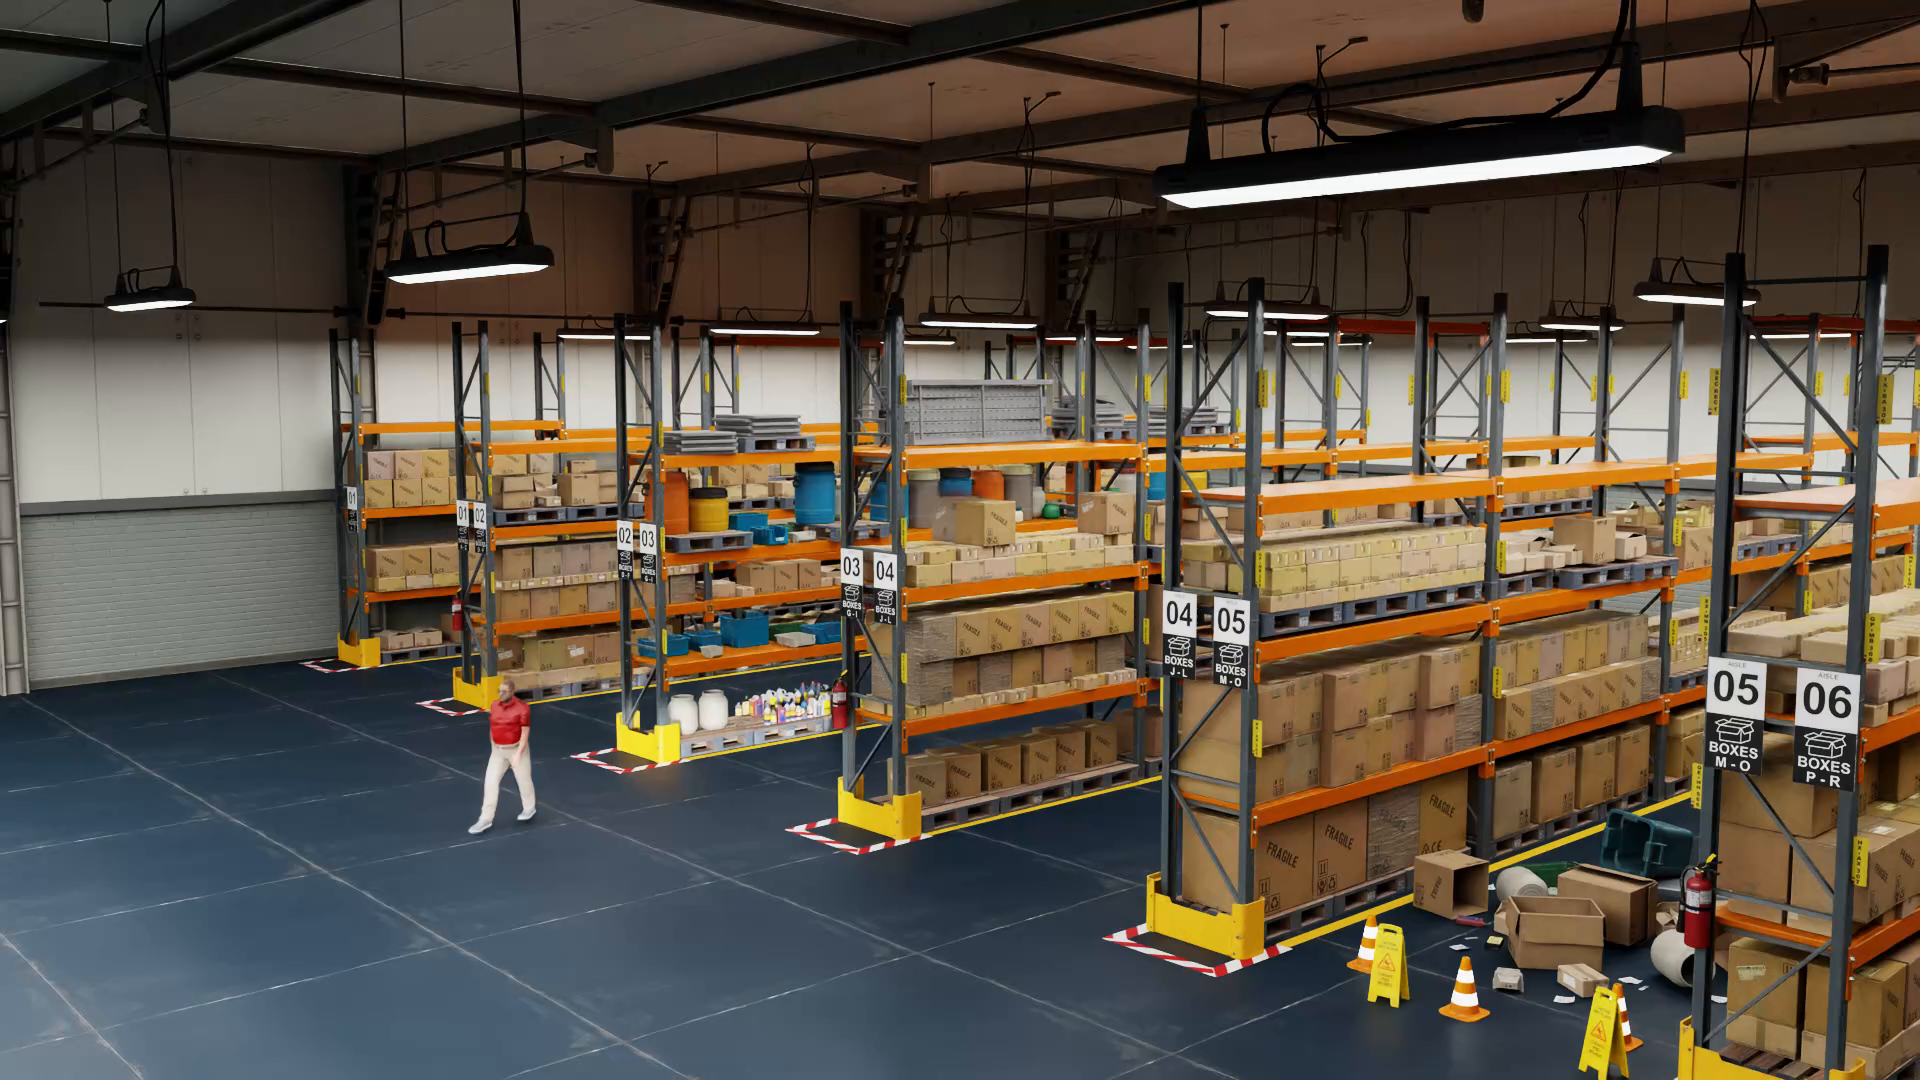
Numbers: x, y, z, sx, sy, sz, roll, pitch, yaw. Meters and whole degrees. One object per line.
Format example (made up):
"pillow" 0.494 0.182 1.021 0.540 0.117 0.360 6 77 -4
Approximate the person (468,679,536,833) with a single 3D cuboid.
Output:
"person" -5.186 2.427 19.012 0.571 1.681 0.946 1 6 10

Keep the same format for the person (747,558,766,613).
"person" -3.912 1.131 32.450 0.671 1.684 0.674 -4 7 -34
